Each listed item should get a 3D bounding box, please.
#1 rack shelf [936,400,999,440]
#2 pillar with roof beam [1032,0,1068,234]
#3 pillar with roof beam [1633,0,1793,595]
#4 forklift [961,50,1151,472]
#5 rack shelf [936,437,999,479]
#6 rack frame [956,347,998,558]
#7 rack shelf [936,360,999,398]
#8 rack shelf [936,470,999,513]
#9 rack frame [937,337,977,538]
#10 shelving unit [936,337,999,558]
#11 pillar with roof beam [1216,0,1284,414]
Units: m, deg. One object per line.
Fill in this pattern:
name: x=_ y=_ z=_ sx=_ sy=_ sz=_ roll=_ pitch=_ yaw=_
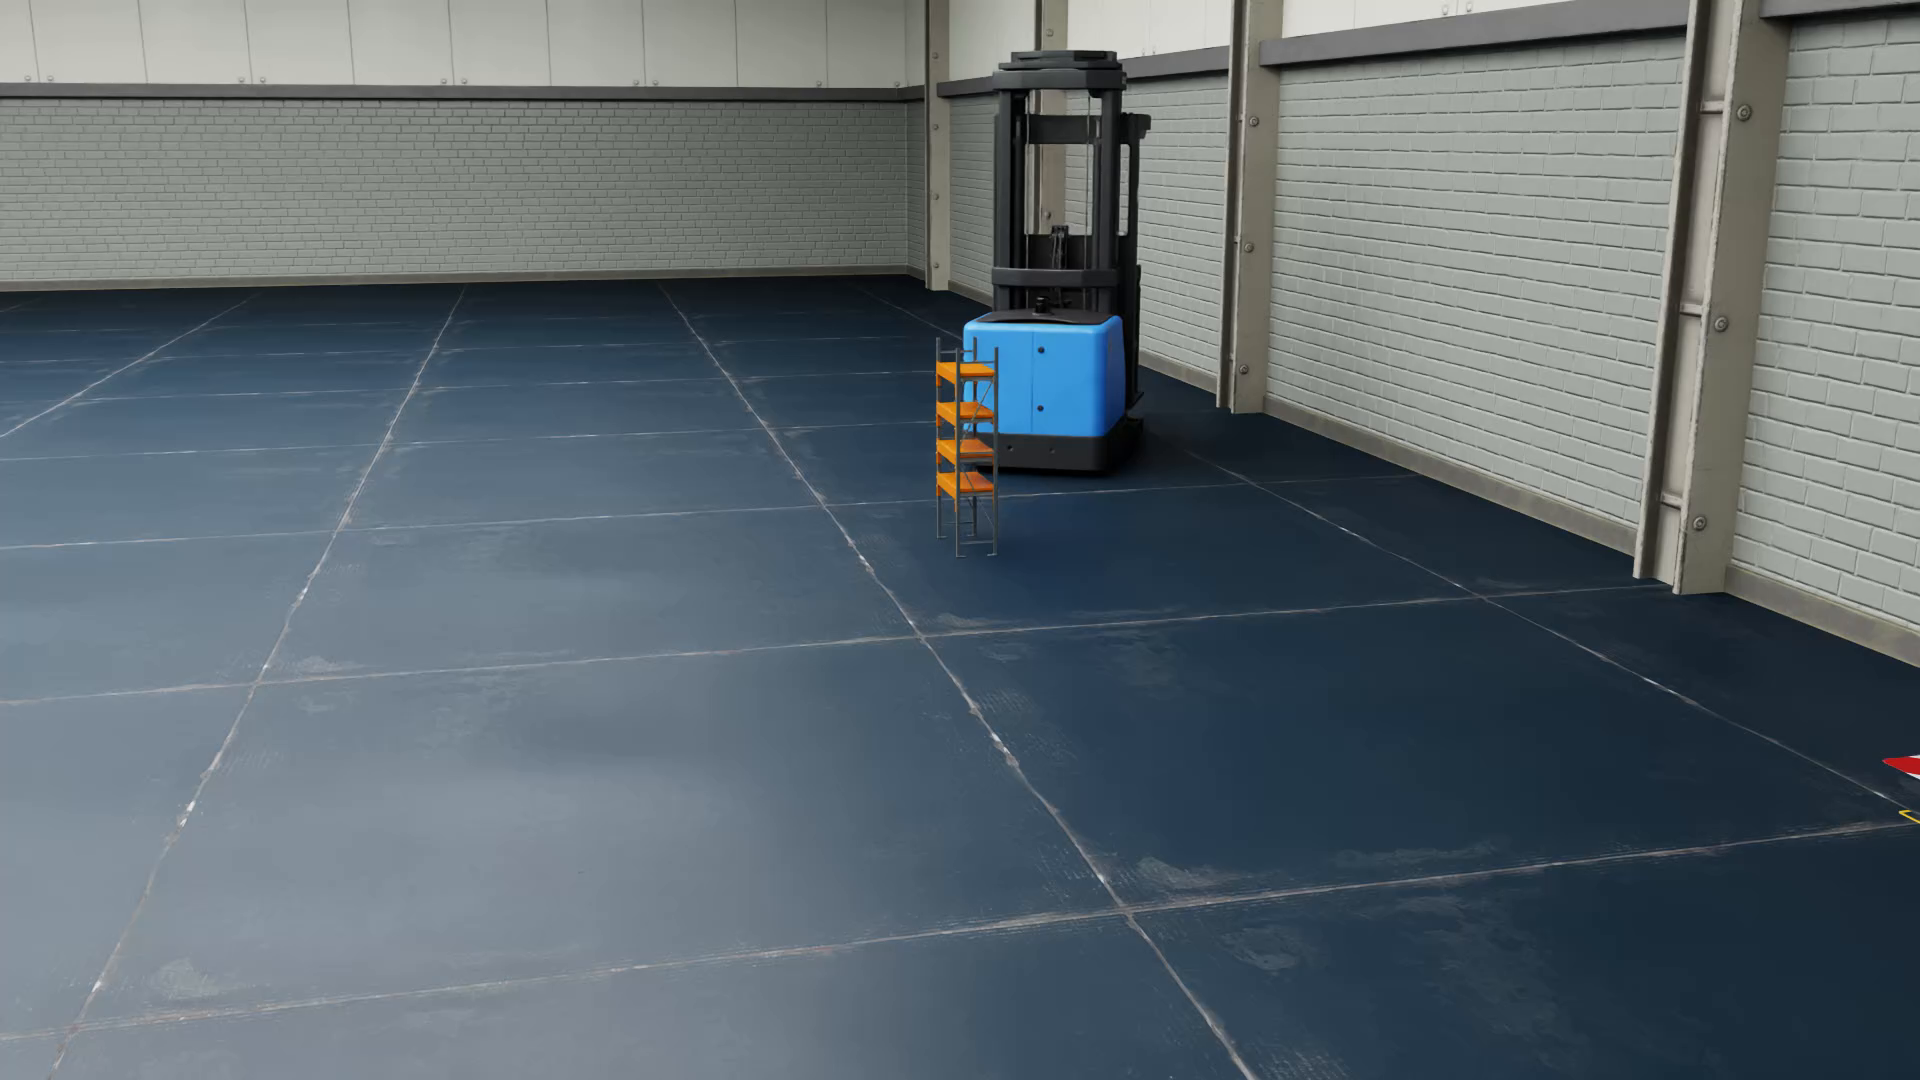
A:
rack shelf: x=0.039 y=-0.697 z=9.591 sx=0.258 sy=0.148 sz=0.480 roll=-3 pitch=14 yaw=-13
pillar with roof beam: x=-3.121 y=-6.665 z=18.249 sx=9.100 sy=9.000 sz=0.400 roll=-3 pitch=14 yaw=-13
pillar with roof beam: x=-0.303 y=-3.897 z=6.918 sx=9.100 sy=9.000 sz=0.400 roll=-3 pitch=14 yaw=-13
forklift: x=0.849 y=-2.209 z=12.791 sx=1.130 sy=2.935 sz=3.031 roll=3 pitch=14 yaw=13
rack shelf: x=0.039 y=-0.479 z=9.644 sx=0.258 sy=0.148 sz=0.480 roll=-3 pitch=14 yaw=-13
rack frame: x=0.096 y=-0.488 z=9.398 sx=0.240 sy=1.200 sz=0.015 roll=-3 pitch=14 yaw=-13
rack shelf: x=0.039 y=-0.926 z=9.535 sx=0.258 sy=0.148 sz=0.480 roll=-3 pitch=14 yaw=-13
rack shelf: x=0.039 y=-0.286 z=9.691 sx=0.258 sy=0.148 sz=0.480 roll=-3 pitch=14 yaw=-13
rack frame: x=-0.018 y=-0.601 z=9.859 sx=0.240 sy=1.200 sz=0.015 roll=-3 pitch=14 yaw=-13
shelving unit: x=0.039 y=-0.545 z=9.628 sx=0.258 sy=1.200 sz=0.503 roll=-3 pitch=14 yaw=-13
pillar with roof beam: x=-1.712 y=-5.281 z=12.583 sx=9.100 sy=9.000 sz=0.400 roll=-3 pitch=14 yaw=-13
